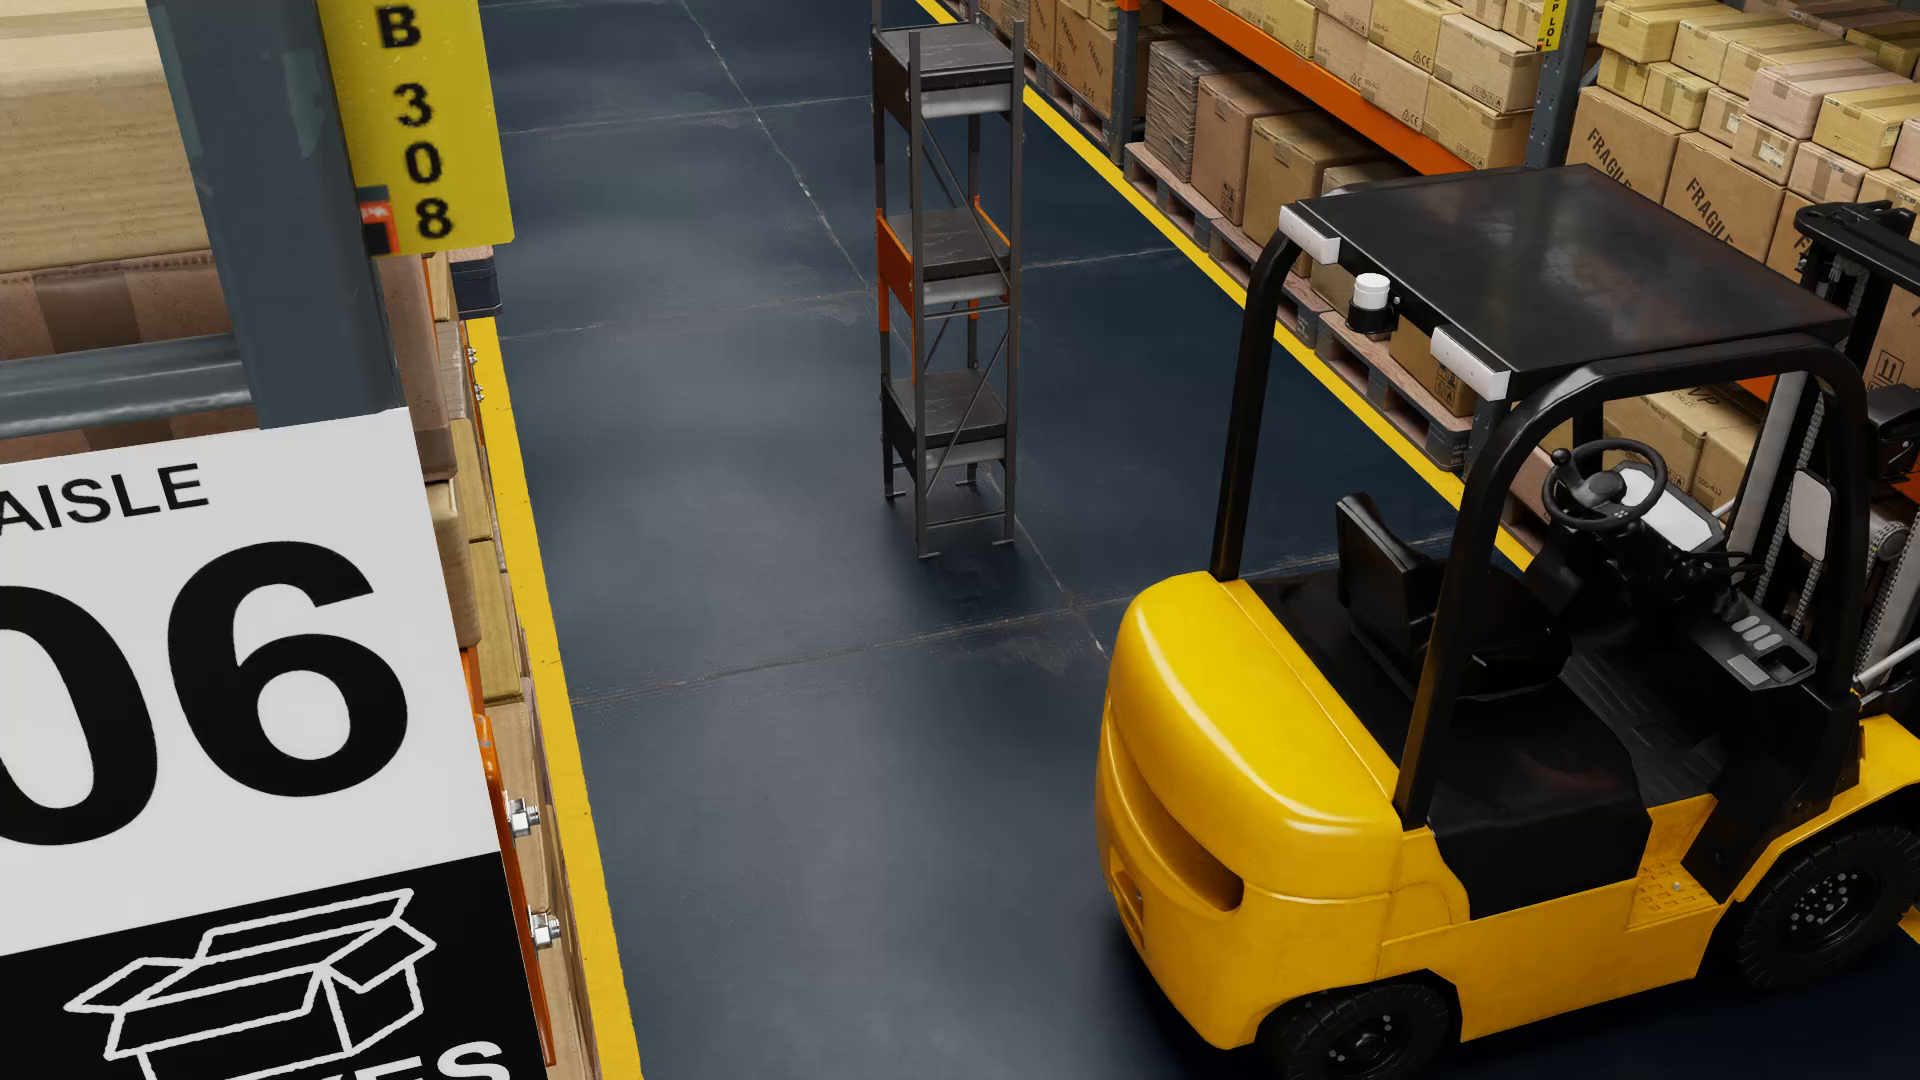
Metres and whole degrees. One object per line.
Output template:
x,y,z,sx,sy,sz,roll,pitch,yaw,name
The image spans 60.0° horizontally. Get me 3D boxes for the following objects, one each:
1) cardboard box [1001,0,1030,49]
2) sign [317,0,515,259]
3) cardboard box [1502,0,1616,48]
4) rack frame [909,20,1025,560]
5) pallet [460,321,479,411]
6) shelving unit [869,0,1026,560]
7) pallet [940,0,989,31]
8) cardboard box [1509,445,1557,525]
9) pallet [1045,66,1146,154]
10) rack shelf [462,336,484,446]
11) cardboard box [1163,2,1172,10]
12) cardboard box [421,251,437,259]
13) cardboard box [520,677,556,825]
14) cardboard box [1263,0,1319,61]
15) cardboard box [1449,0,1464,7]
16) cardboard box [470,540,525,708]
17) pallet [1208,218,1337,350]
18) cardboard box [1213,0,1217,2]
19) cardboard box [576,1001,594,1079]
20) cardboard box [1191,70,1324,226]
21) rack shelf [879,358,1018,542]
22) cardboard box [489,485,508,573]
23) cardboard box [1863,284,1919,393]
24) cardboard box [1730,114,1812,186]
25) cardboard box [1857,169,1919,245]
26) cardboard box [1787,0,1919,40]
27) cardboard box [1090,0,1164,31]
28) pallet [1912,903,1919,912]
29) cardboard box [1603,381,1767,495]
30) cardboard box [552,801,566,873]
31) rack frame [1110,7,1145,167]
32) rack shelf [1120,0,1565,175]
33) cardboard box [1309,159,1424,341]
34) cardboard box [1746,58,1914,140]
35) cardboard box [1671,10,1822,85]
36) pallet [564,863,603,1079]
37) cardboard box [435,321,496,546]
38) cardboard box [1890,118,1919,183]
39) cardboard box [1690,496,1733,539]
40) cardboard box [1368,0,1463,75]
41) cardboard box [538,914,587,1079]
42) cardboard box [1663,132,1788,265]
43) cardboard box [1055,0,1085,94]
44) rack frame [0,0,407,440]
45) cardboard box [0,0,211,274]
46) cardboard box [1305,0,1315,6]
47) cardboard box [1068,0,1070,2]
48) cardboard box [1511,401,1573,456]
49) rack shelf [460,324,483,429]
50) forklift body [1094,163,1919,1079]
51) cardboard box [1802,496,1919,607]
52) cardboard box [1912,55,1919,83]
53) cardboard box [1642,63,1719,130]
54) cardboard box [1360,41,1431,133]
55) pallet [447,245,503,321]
0.609,-3.784,11.642,0.500,0.500,0.500,-11,35,-16,cardboard box
-0.346,-0.328,1.012,0.100,0.325,0.005,-10,35,-15,sign
2.328,-2.012,6.394,0.380,0.149,0.250,-9,34,-13,cardboard box
0.024,-0.835,6.109,0.400,2.100,0.015,-10,35,-15,rack frame
-2.697,-0.607,7.478,1.003,0.211,1.213,-10,35,-15,pallet
-0.050,-0.963,6.303,0.431,2.100,0.503,-10,35,-15,shelving unit
0.487,-4.173,12.874,1.003,0.211,1.213,-10,35,-15,pallet
2.476,-0.276,6.560,0.500,0.250,0.500,-10,35,-14,cardboard box
1.232,-2.892,10.936,1.003,0.211,1.213,-10,35,-15,pallet
-1.472,0.630,3.729,1.077,0.370,4.000,-10,35,-15,rack shelf
1.431,-3.319,10.939,0.500,0.500,0.500,-10,35,-15,cardboard box
-0.906,-0.508,1.944,0.500,0.250,0.500,-11,35,-15,cardboard box
-1.333,0.738,4.345,0.500,0.500,0.500,-8,34,-12,cardboard box
1.795,-2.514,7.970,0.500,0.250,0.500,-9,34,-13,cardboard box
2.207,-2.281,6.803,0.380,0.149,0.250,-10,35,-15,cardboard box
-1.060,0.380,3.094,0.500,0.500,0.500,-11,35,-16,cardboard box
2.006,-1.416,8.701,1.003,0.211,1.213,-10,35,-15,pallet
1.475,-3.056,8.790,0.500,0.250,0.500,-11,35,-16,cardboard box
-1.017,1.282,3.521,0.500,0.500,0.500,-11,35,-17,cardboard box
1.807,-2.170,9.087,0.875,0.625,0.625,-9,34,-13,cardboard box
-0.050,-0.368,6.696,0.431,0.518,0.480,-10,35,-15,rack shelf
-1.646,0.204,5.153,0.500,0.500,0.500,-10,35,-15,cardboard box
2.994,-0.518,4.723,0.500,0.500,0.500,-10,35,-14,cardboard box
2.681,-1.248,5.239,0.380,0.149,0.250,-9,35,-14,cardboard box
2.853,-0.981,4.835,0.380,0.149,0.250,-11,35,-16,cardboard box
3.066,-1.738,5.711,0.380,0.149,0.250,-11,35,-16,cardboard box
1.031,-3.277,10.287,0.380,0.149,0.250,-12,35,-17,cardboard box
3.222,0.672,5.541,1.003,0.211,1.213,-10,35,-15,pallet
2.639,-0.426,5.879,0.500,0.250,0.500,-10,35,-15,cardboard box
-1.474,0.794,4.940,0.500,0.250,0.500,-11,35,-16,cardboard box
1.423,-3.657,9.564,1.000,3.000,0.127,-10,35,-15,rack frame
2.033,-2.307,8.173,1.077,0.370,4.000,-10,35,-15,rack shelf
2.244,-1.423,7.955,0.875,0.625,0.625,-10,35,-15,cardboard box
2.691,-1.370,5.153,0.380,0.149,0.250,-9,35,-14,cardboard box
2.641,-1.657,5.588,0.380,0.149,0.250,-9,35,-14,cardboard box
-1.468,1.431,4.393,1.003,0.211,1.213,-10,35,-15,pallet
-1.384,-0.154,3.902,0.500,0.500,0.500,-9,35,-13,cardboard box
2.927,-1.113,4.765,0.380,0.149,0.250,-10,35,-15,cardboard box
2.795,0.042,5.625,0.500,0.250,0.500,-10,35,-15,cardboard box
2.086,-2.187,7.021,0.500,0.250,0.500,-11,35,-16,cardboard box
-0.743,0.918,2.279,0.500,0.500,0.500,-11,35,-15,cardboard box
2.705,-1.051,5.530,0.500,0.500,0.500,-9,35,-14,cardboard box
0.947,-3.240,10.819,0.500,0.500,0.500,-11,35,-15,cardboard box
-0.862,-1.123,0.288,1.000,3.000,0.127,-10,35,-15,rack frame
-0.777,-0.321,1.298,0.380,0.149,0.250,-10,35,-15,cardboard box
1.800,-2.724,7.835,0.500,0.250,0.500,-10,35,-14,cardboard box
0.880,-3.561,10.716,0.380,0.149,0.250,-11,35,-16,cardboard box
2.497,-0.488,6.427,0.500,0.250,0.500,-10,35,-15,cardboard box
-2.693,-1.471,6.907,1.077,0.370,4.000,-10,35,-15,rack shelf
1.548,0.208,4.484,2.313,2.155,1.214,-10,35,-15,forklift body
2.954,0.111,5.068,0.500,0.250,0.500,-11,35,-16,cardboard box
3.295,-1.481,5.321,0.380,0.149,0.250,-11,35,-16,cardboard box
2.571,-1.522,5.654,0.380,0.149,0.250,-9,35,-14,cardboard box
2.082,-1.978,7.159,0.500,0.250,0.500,-10,35,-15,cardboard box
-2.177,-1.066,5.817,1.003,0.211,1.213,-10,35,-15,pallet
